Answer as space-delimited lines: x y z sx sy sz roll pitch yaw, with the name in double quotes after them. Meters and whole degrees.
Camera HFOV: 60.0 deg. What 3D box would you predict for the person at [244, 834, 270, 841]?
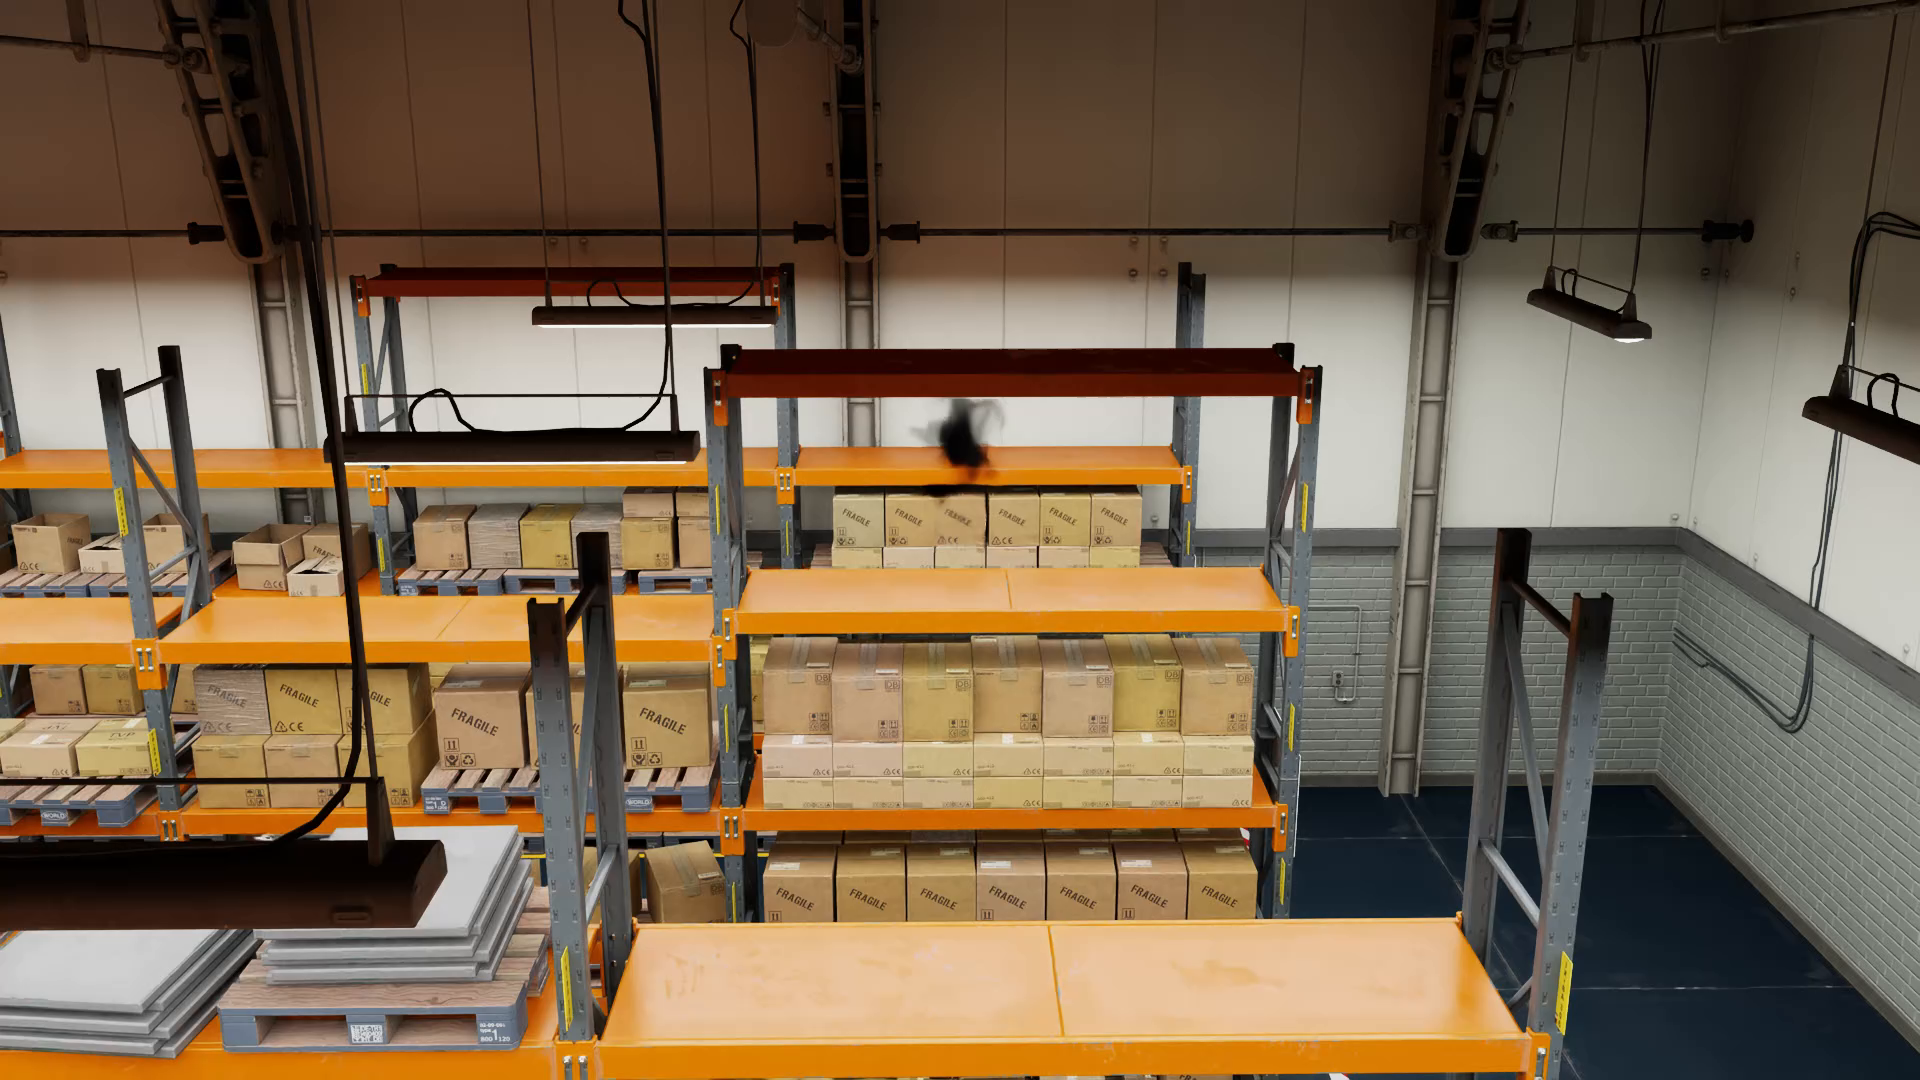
-6.064 3.207 14.451 0.726 1.770 0.690 -1 16 -3 "person"
